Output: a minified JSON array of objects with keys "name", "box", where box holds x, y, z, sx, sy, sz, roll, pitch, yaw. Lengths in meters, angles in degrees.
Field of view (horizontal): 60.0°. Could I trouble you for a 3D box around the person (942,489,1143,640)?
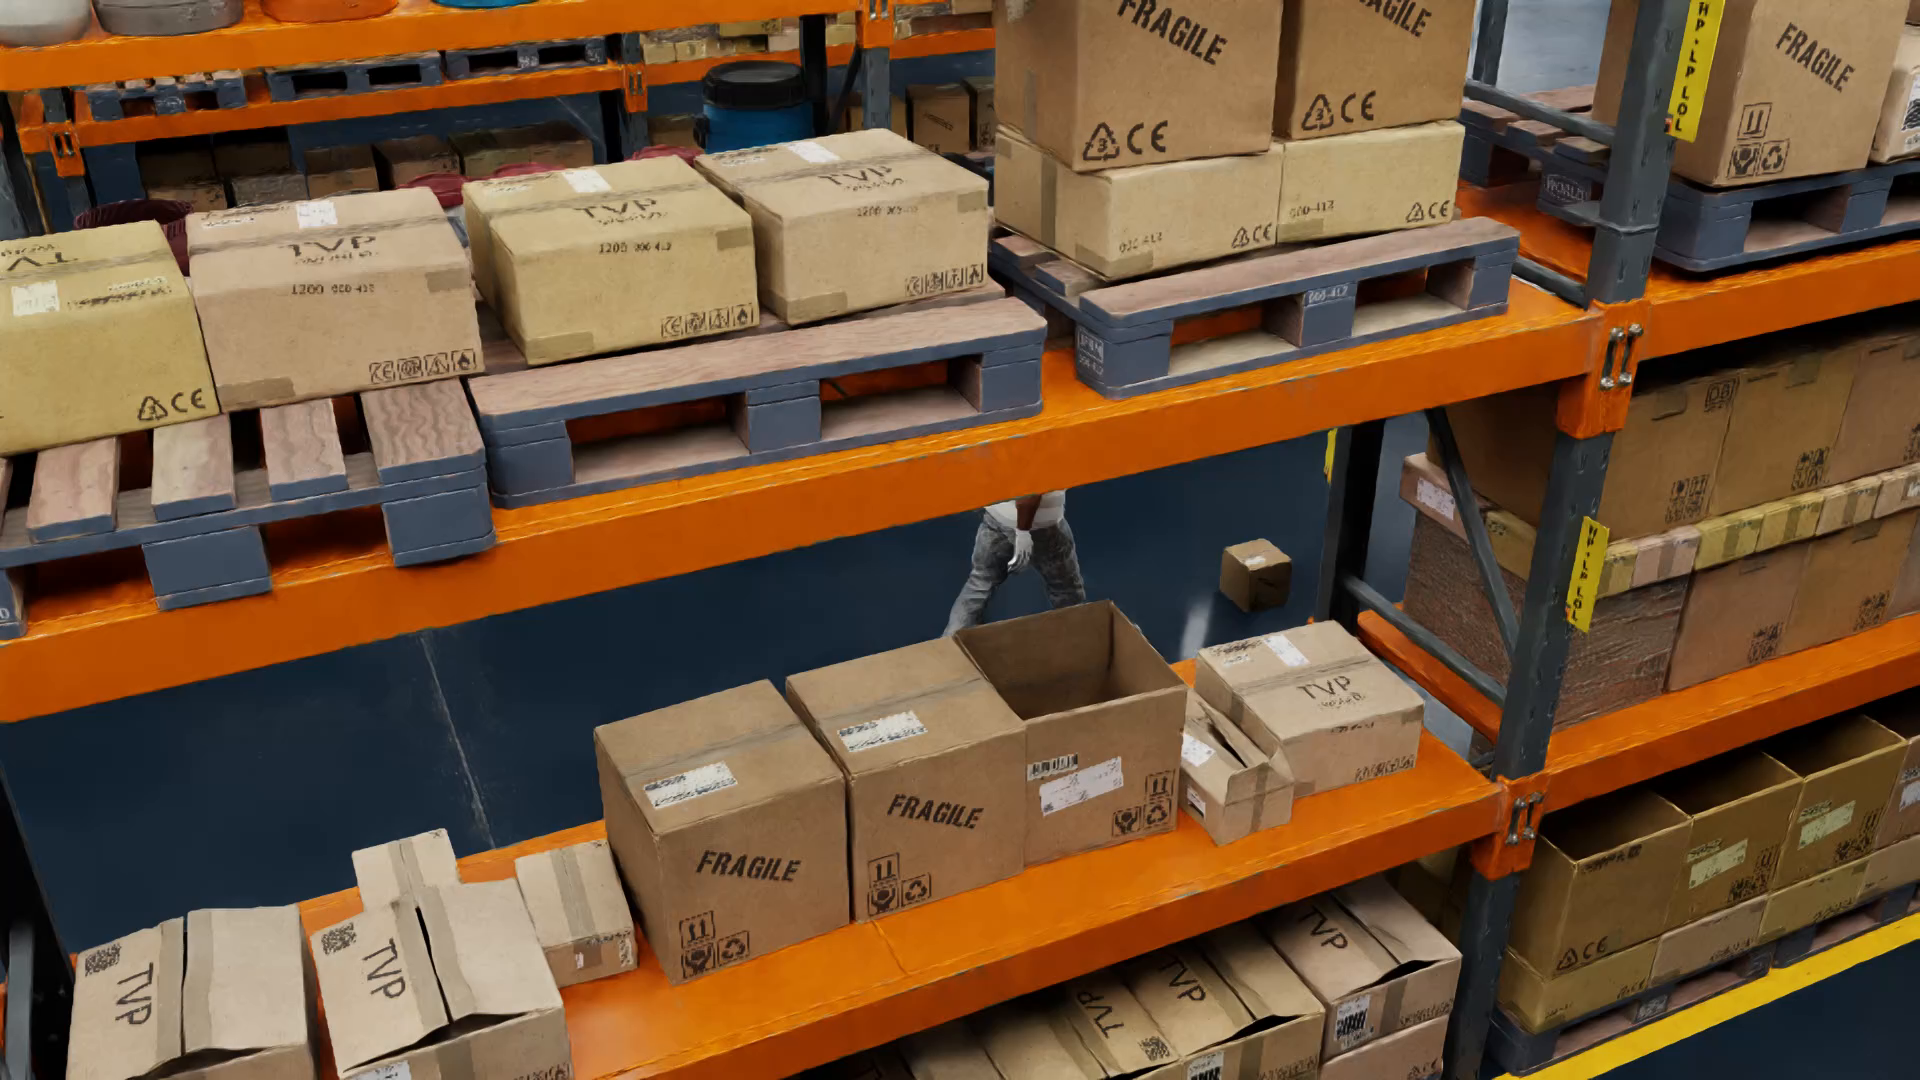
[{"name":"person","box":[0.367,-0.175,7.418,0.992,1.727,0.584,-14,32,-23]}]
